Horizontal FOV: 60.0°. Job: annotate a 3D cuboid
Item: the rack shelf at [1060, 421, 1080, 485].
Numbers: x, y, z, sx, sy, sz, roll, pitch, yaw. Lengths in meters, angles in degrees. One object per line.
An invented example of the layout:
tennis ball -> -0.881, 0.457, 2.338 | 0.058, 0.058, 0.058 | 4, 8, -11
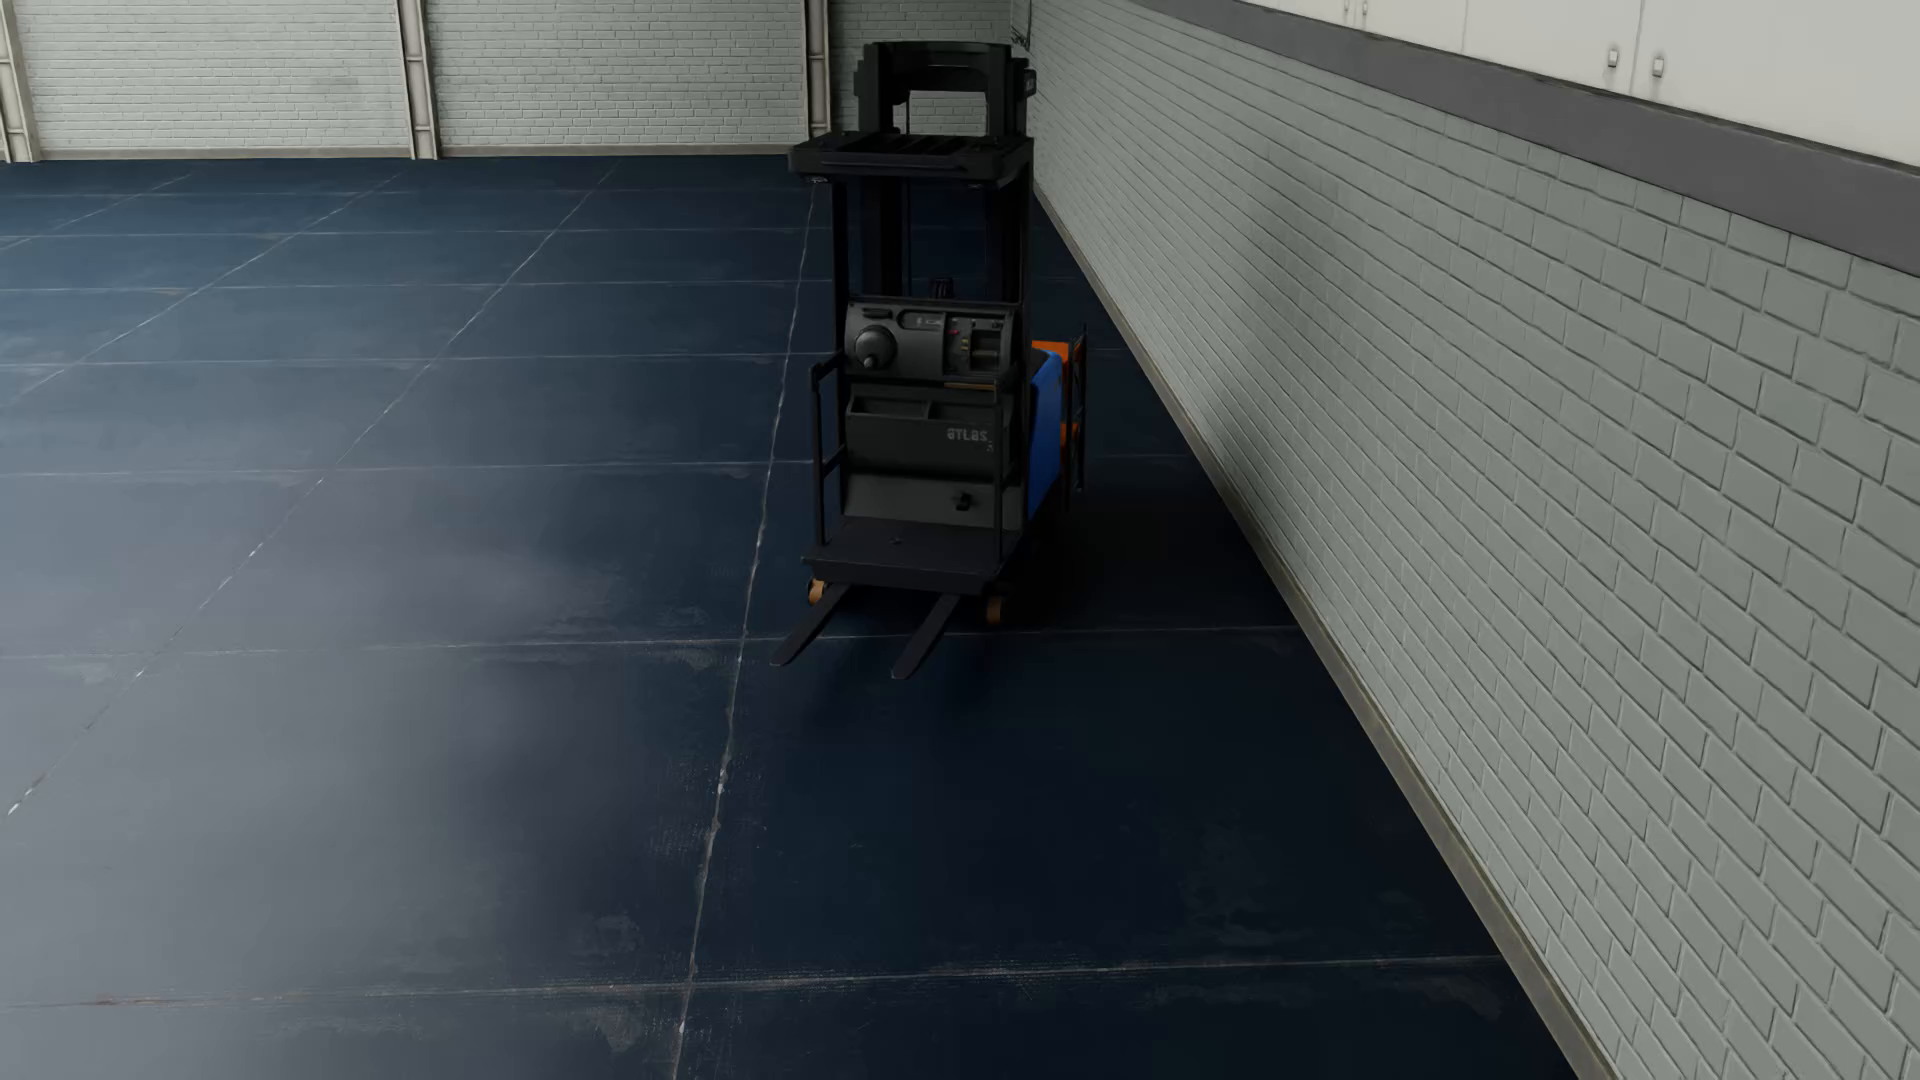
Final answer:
rack shelf -> 0.251, -0.607, 10.823 | 1.000, 0.278, 0.538 | 5, 21, 14

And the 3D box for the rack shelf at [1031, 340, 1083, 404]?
rack shelf -> 0.251, -1.110, 10.632 | 1.000, 0.278, 0.538 | 5, 21, 14

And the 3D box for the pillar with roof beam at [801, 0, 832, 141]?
pillar with roof beam -> -1.943, -8.660, 20.220 | 0.400, 9.000, 9.100 | -1, 21, -3

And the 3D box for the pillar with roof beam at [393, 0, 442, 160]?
pillar with roof beam -> -7.933, -8.538, 19.900 | 0.400, 9.000, 9.100 | -1, 21, -3

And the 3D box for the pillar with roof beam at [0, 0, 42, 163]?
pillar with roof beam -> -13.923, -8.416, 19.580 | 0.400, 9.000, 9.100 | -1, 21, -3

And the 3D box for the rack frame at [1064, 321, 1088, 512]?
rack frame -> 0.743, -0.790, 10.616 | 0.032, 1.125, 0.500 | 5, 21, 14

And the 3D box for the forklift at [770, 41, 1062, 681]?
forklift -> -0.217, -1.060, 8.786 | 1.130, 2.935, 3.031 | 5, 21, 13

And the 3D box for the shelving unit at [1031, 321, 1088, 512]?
shelving unit -> 0.251, -0.836, 10.736 | 1.048, 1.125, 0.538 | 5, 21, 14

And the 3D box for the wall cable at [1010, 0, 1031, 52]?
wall cable -> 0.828, -8.328, 23.712 | 0.112, 2.526, 3.097 | -1, 21, -3
